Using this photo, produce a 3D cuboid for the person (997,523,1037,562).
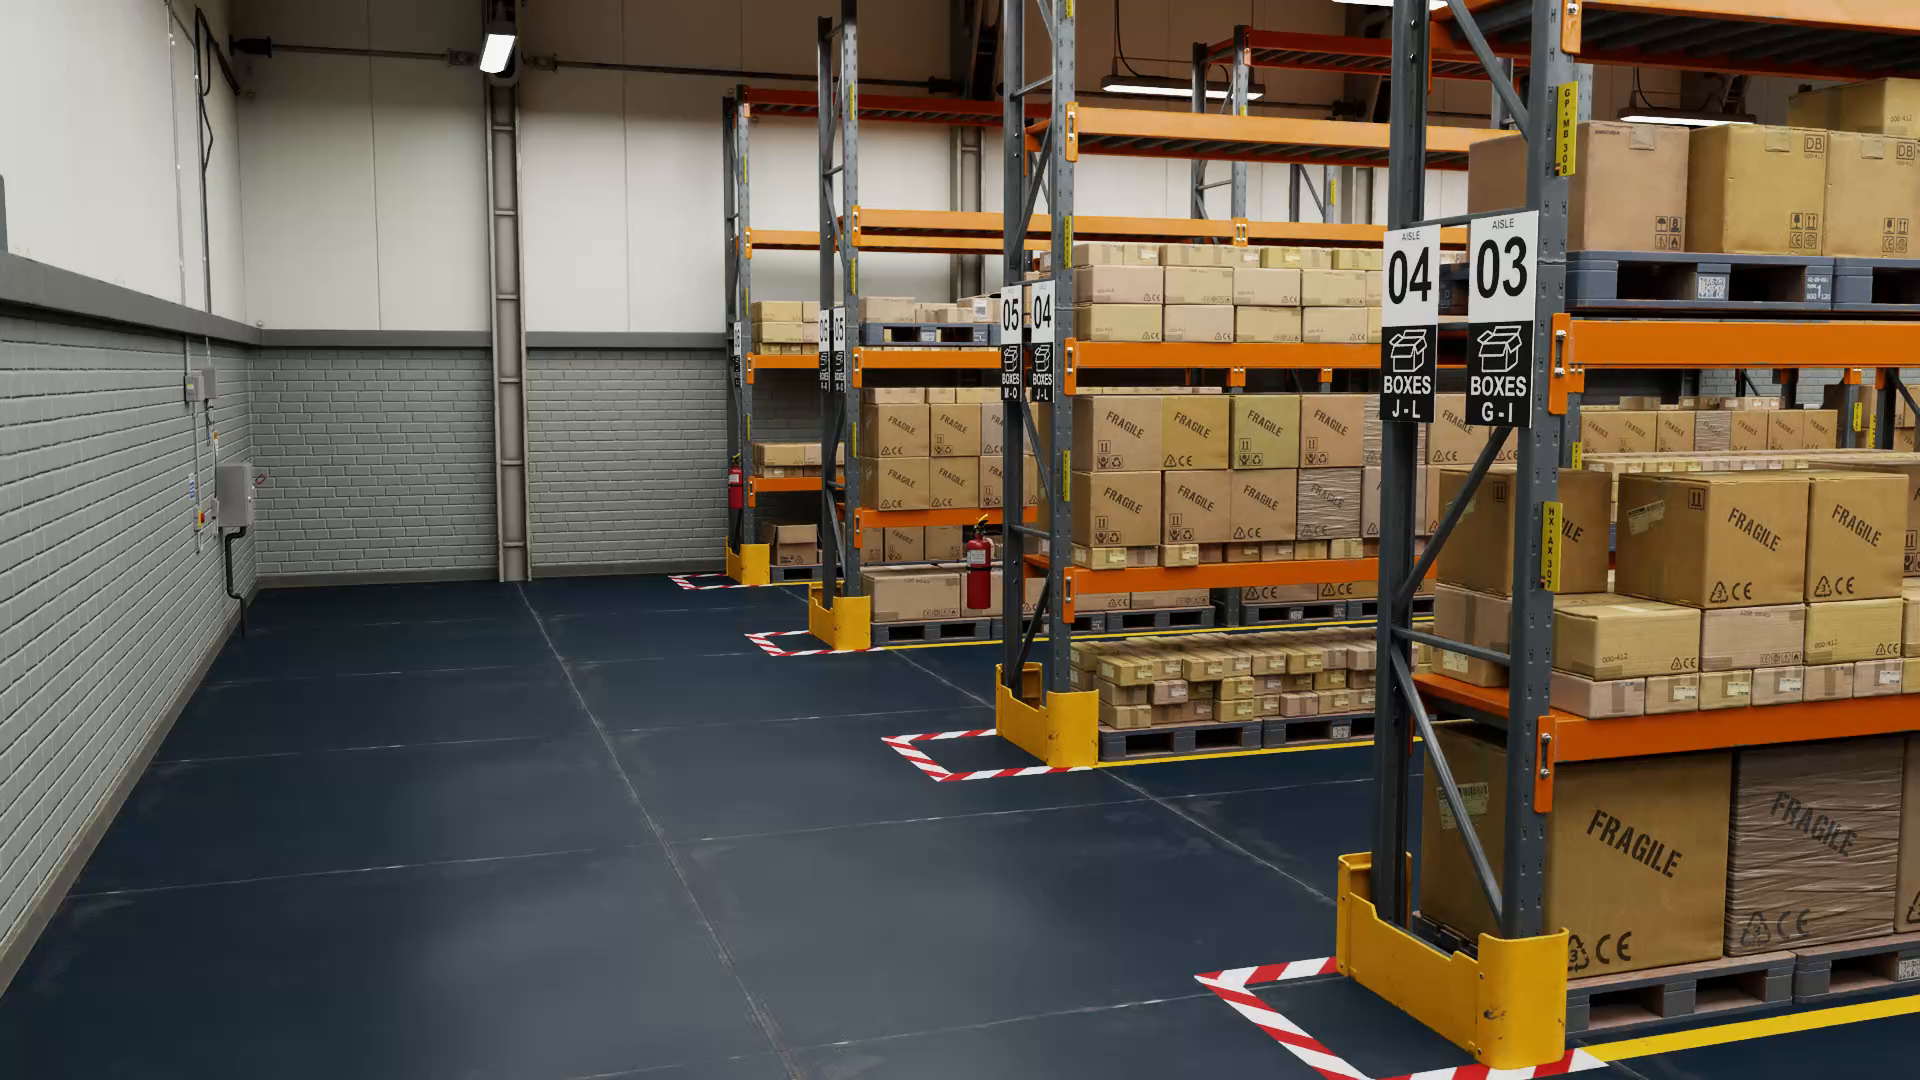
[{"bbox_3d":[0.706,-0.084,18.351,0.537,1.676,0.472,-1,6,-13],"label":"person"}]
